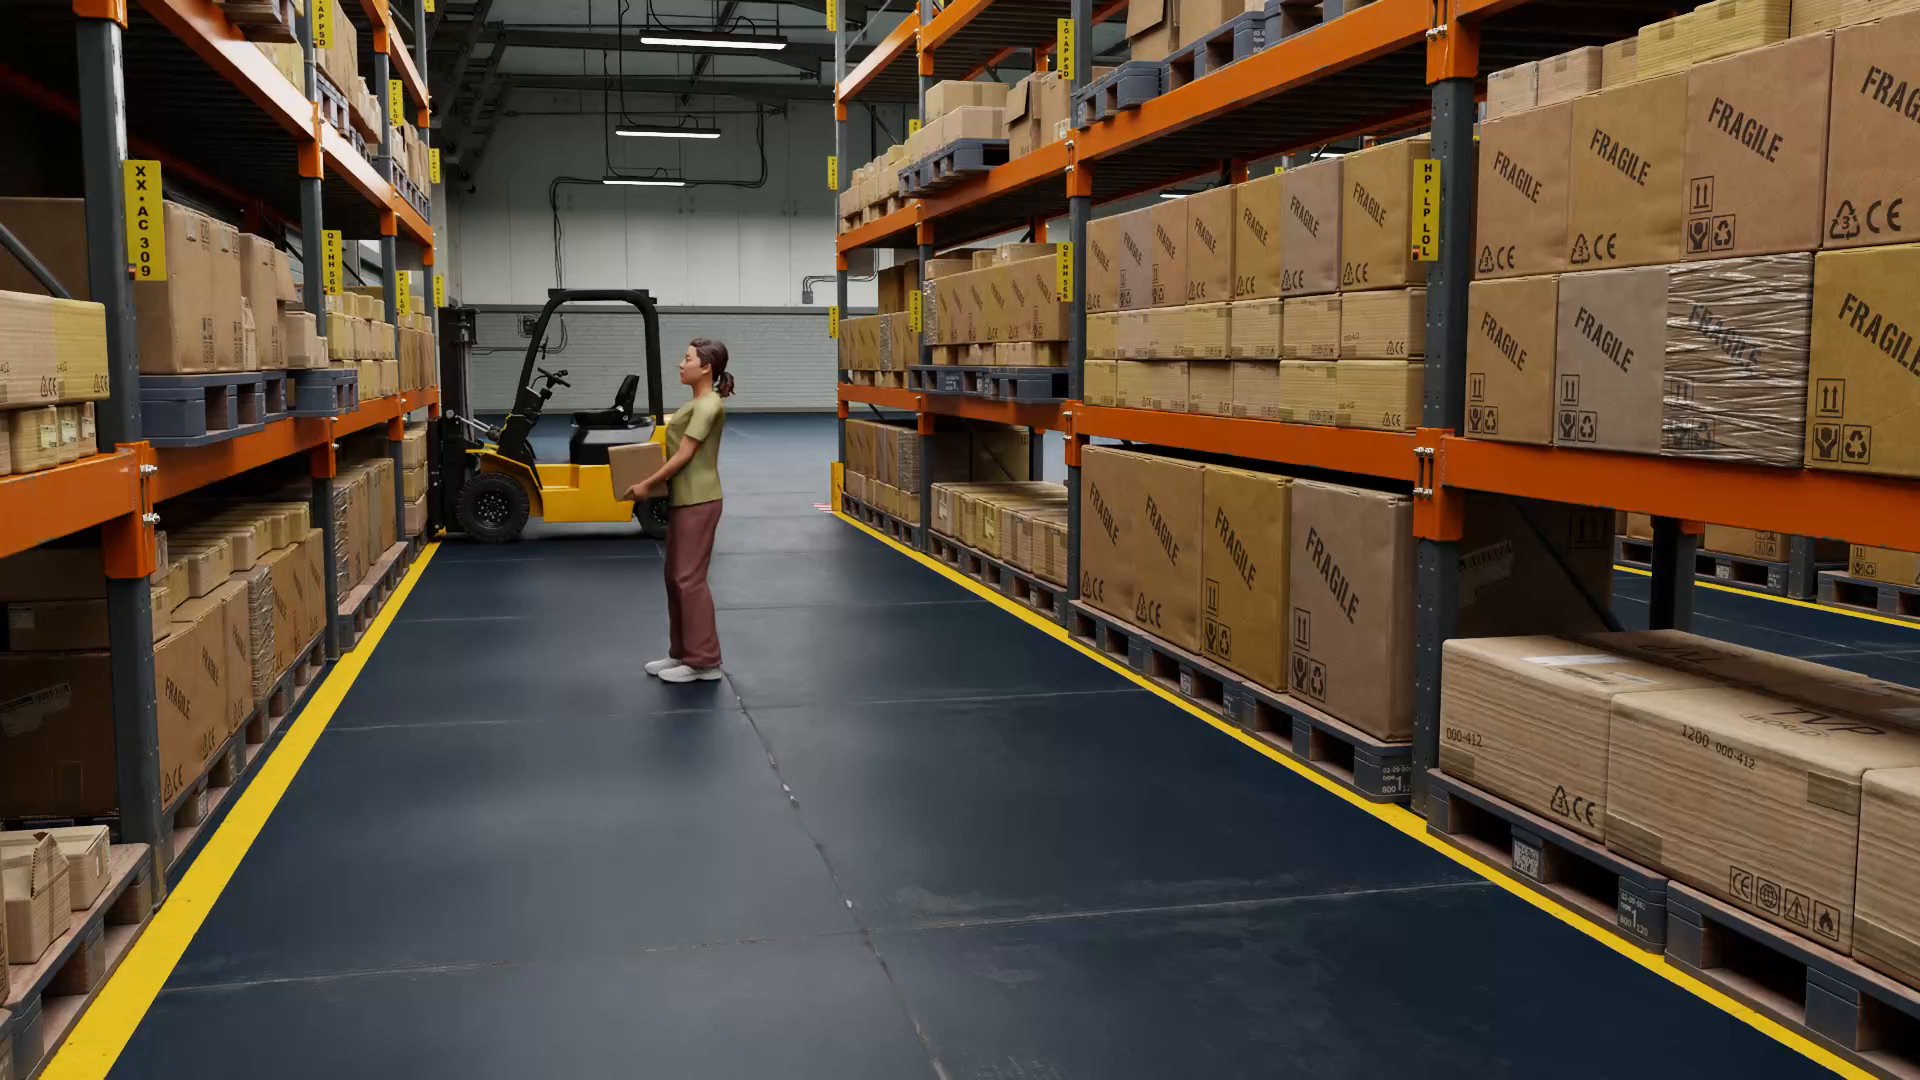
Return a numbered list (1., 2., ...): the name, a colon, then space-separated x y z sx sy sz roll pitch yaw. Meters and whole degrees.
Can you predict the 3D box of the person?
1. person: -1.357 -0.150 8.086 0.554 1.662 0.426 -1 6 -13
